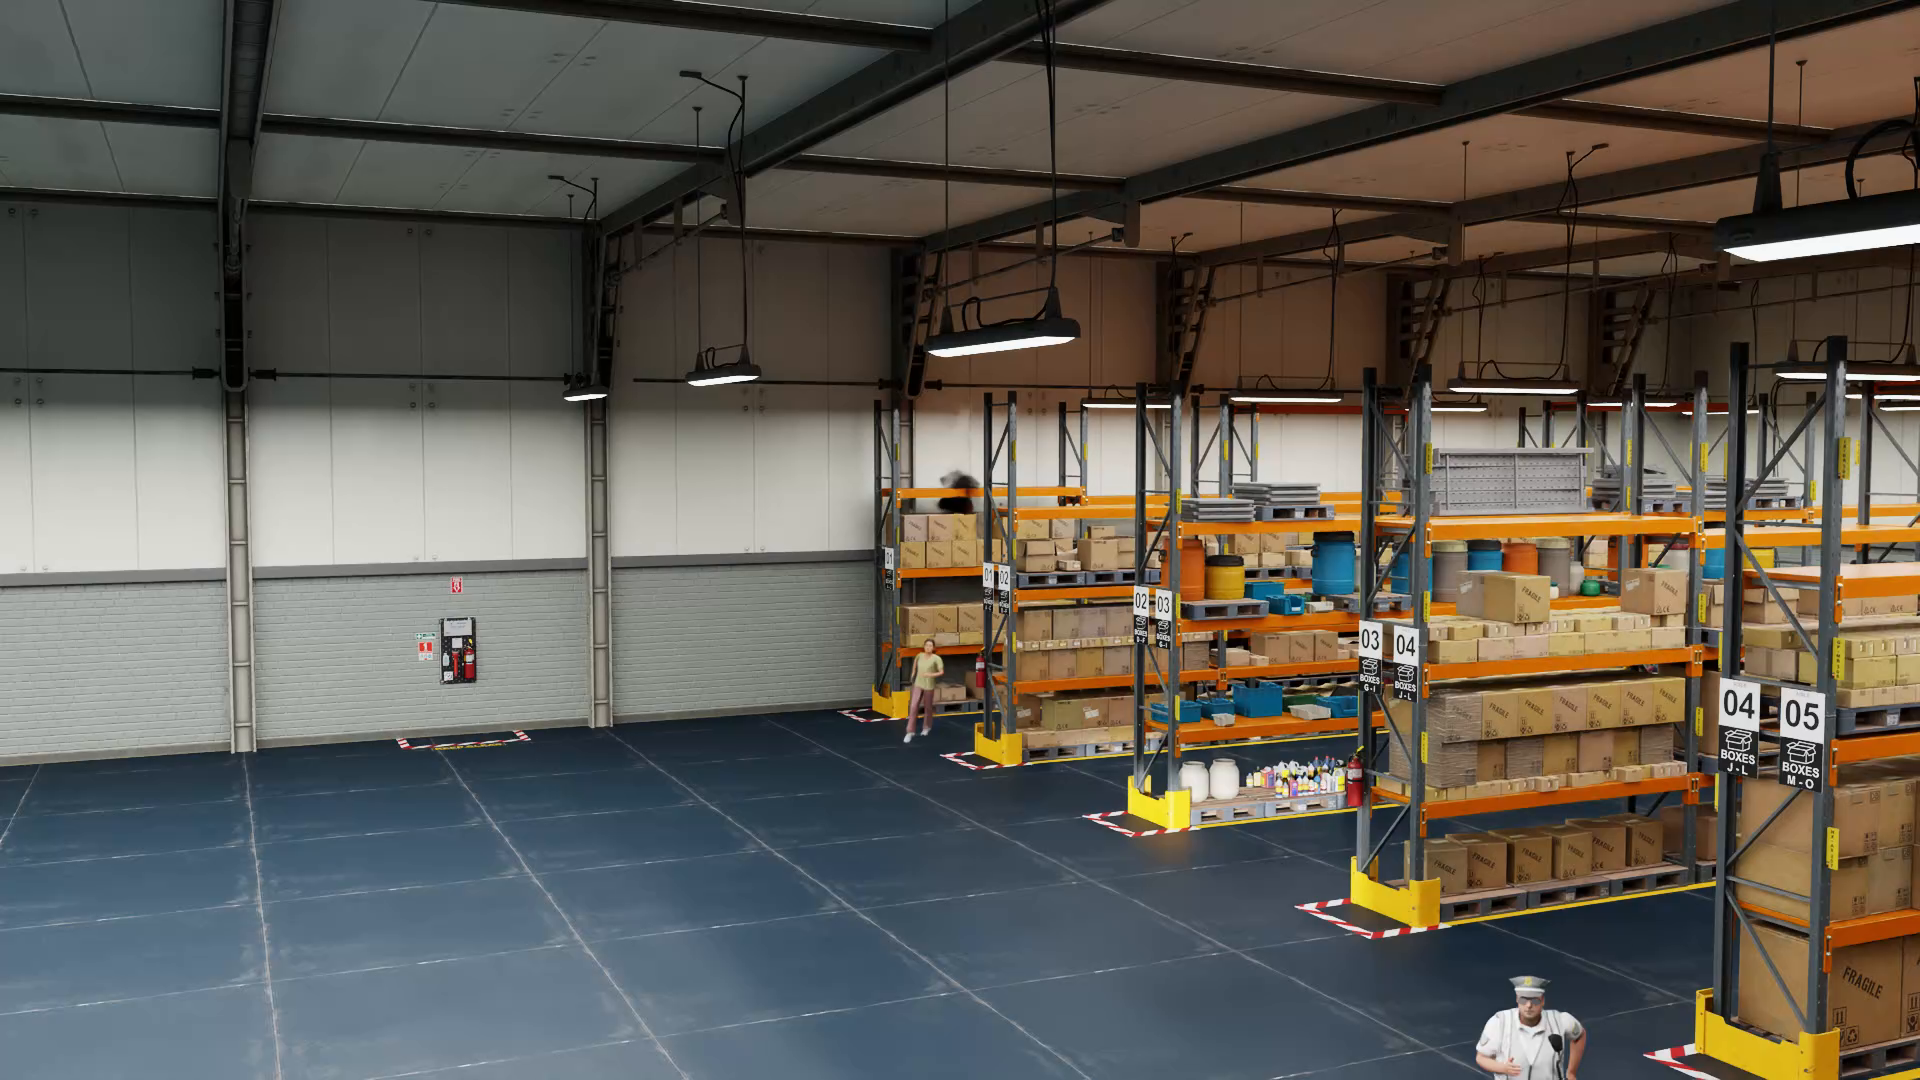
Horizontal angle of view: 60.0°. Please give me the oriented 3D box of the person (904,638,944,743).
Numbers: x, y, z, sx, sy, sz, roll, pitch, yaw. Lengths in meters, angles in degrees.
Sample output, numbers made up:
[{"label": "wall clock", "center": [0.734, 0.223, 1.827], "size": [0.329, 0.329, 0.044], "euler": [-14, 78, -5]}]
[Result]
[{"label": "person", "center": [-0.549, 2.459, 27.517], "size": [0.606, 1.679, 0.904], "euler": [1, 3, 17]}]

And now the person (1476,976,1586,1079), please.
[{"label": "person", "center": [3.668, 3.569, 10.709], "size": [0.643, 1.650, 0.849], "euler": [2, 4, 25]}]
